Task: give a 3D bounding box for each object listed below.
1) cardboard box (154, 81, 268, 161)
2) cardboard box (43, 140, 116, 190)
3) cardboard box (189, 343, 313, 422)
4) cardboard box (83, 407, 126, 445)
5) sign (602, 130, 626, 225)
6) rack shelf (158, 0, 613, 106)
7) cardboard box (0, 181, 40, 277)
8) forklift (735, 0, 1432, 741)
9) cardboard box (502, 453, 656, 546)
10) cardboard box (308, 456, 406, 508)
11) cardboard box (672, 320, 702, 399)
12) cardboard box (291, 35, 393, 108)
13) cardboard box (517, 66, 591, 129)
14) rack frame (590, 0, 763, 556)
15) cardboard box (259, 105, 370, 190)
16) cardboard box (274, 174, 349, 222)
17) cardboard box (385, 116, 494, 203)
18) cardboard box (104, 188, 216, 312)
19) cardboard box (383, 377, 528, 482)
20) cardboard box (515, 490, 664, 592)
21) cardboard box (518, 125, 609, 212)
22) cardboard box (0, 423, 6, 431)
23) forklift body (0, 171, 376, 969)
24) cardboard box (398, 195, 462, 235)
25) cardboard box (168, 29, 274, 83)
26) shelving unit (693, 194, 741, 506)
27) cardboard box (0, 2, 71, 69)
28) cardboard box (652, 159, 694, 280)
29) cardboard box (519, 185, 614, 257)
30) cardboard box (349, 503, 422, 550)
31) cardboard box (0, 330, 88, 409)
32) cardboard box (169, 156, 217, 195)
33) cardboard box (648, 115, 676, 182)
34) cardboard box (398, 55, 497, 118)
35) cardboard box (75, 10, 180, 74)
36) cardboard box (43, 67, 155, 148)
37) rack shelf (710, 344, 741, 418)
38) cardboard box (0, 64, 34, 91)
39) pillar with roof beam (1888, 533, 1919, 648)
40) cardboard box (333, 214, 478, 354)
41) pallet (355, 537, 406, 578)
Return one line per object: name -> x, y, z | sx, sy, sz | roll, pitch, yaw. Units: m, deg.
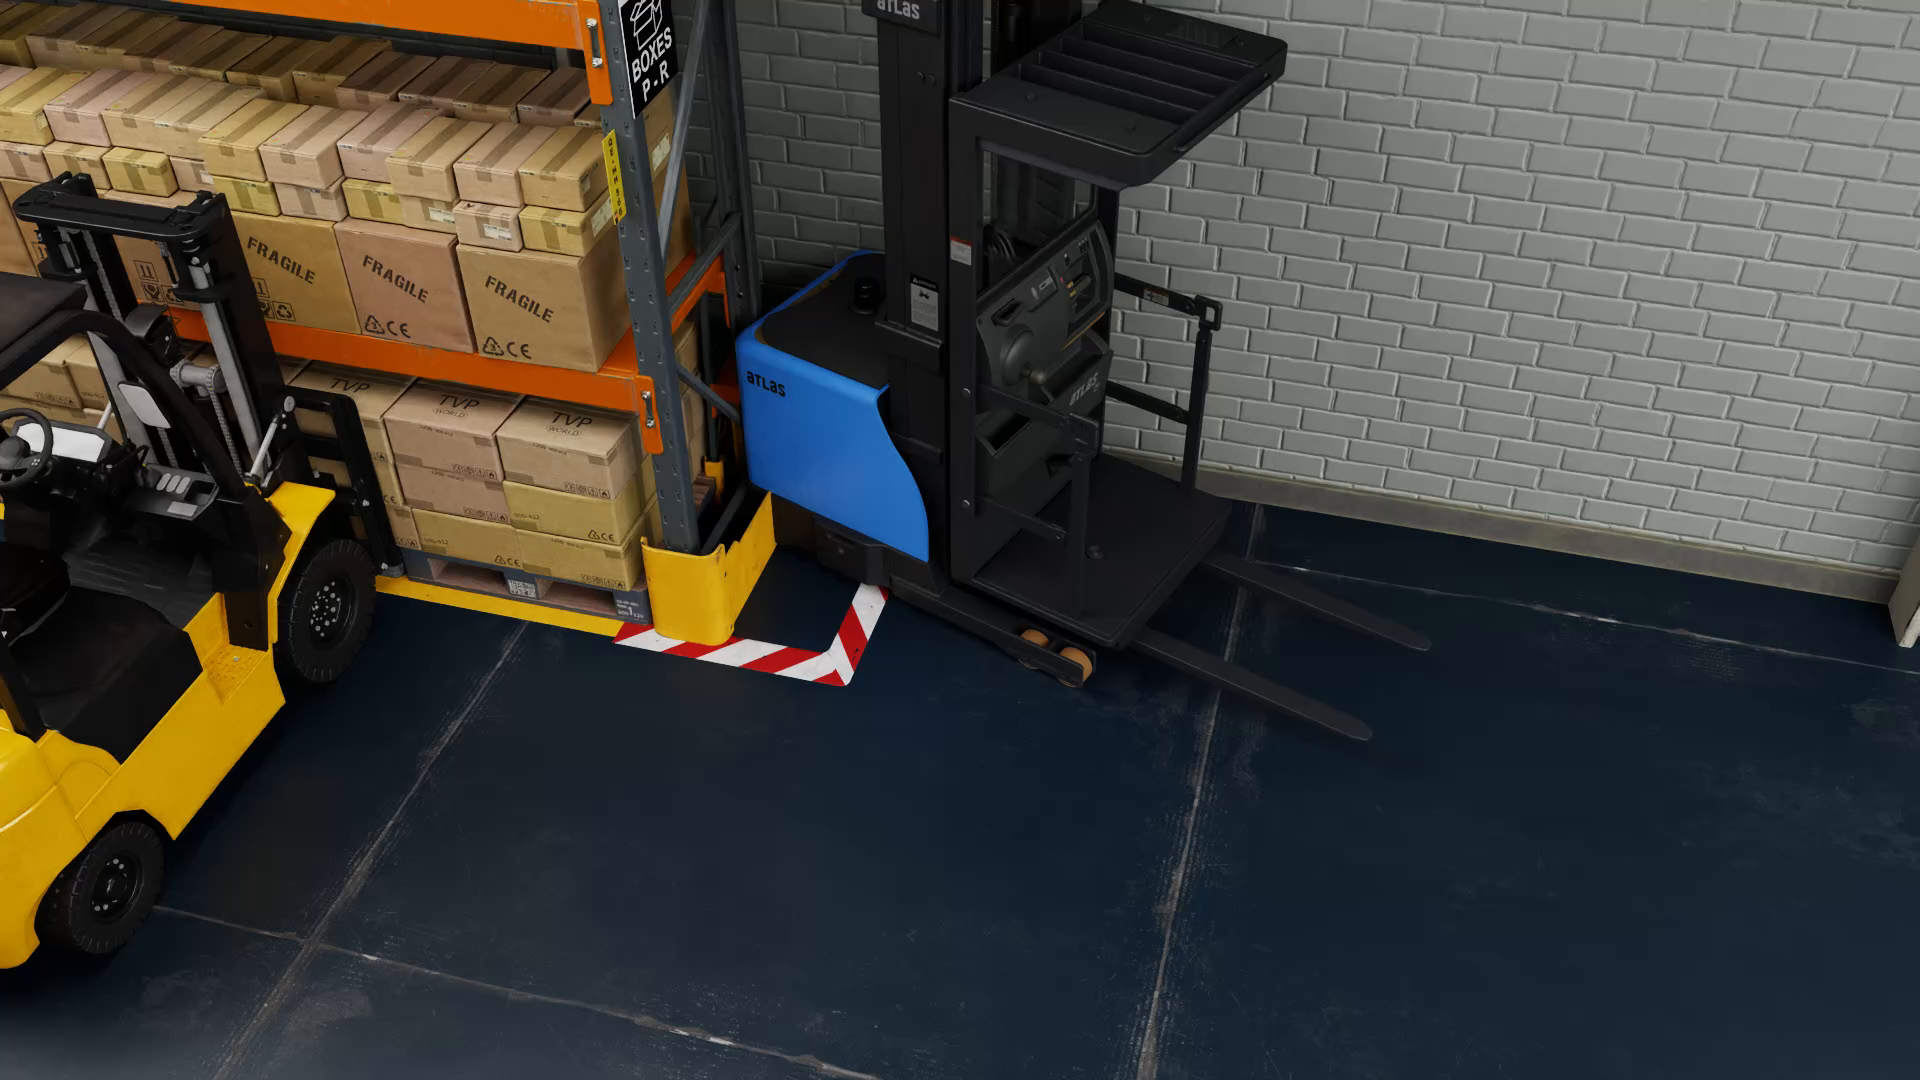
cardboard box -> -2.944, -1.656, 6.577 | 0.250, 0.149, 0.380 | 10, 41, 12
cardboard box -> -3.455, -1.580, 6.717 | 0.250, 0.149, 0.380 | 9, 41, 10
cardboard box -> -3.058, -0.697, 7.282 | 0.500, 0.250, 0.500 | 9, 41, 11
cardboard box -> -3.567, -0.595, 7.549 | 0.500, 0.250, 0.500 | 9, 41, 11
sign -> -1.214, -1.275, 5.851 | 0.005, 0.325, 0.100 | 10, 41, 11
rack shelf -> -2.992, -2.282, 6.361 | 4.000, 0.370, 1.077 | 10, 41, 11
cardboard box -> -4.056, -1.467, 7.086 | 0.500, 0.500, 0.500 | 10, 41, 12
forklift -> 0.520, -0.895, 6.537 | 3.031, 2.935, 1.130 | 24, 45, 25
cardboard box -> -1.611, -0.262, 7.152 | 0.500, 0.250, 0.500 | 9, 41, 11
cardboard box -> -2.597, -0.425, 7.346 | 0.500, 0.250, 0.500 | 9, 41, 10
cardboard box -> -1.476, -0.764, 7.361 | 0.500, 0.250, 0.500 | 9, 41, 11
cardboard box -> -2.557, -1.948, 6.924 | 0.250, 0.149, 0.380 | 9, 41, 10
cardboard box -> -1.570, -1.748, 6.686 | 0.250, 0.149, 0.380 | 11, 41, 13
rack frame -> -1.060, -1.076, 6.699 | 0.127, 3.000, 1.000 | 10, 41, 11
cardboard box -> -2.469, -1.515, 6.409 | 0.250, 0.149, 0.380 | 11, 41, 13
cardboard box -> -2.464, -1.415, 6.520 | 0.250, 0.149, 0.380 | 9, 41, 10
cardboard box -> -1.967, -1.453, 6.335 | 0.250, 0.149, 0.380 | 11, 41, 12
cardboard box -> -3.086, -1.287, 6.872 | 0.500, 0.500, 0.500 | 10, 41, 12
cardboard box -> -2.081, -0.531, 7.083 | 0.500, 0.250, 0.500 | 10, 41, 12
cardboard box -> -1.596, -0.066, 7.307 | 0.500, 0.250, 0.500 | 10, 41, 12
cardboard box -> -1.461, -1.405, 6.277 | 0.250, 0.149, 0.380 | 10, 41, 12
cardboard box -> -4.537, -0.768, 7.755 | 0.500, 0.250, 0.500 | 10, 41, 11
forklift body -> -3.364, 0.067, 5.997 | 1.214, 2.155, 2.313 | 10, 41, 11
cardboard box -> -1.957, -1.351, 6.445 | 0.250, 0.149, 0.380 | 10, 41, 12
cardboard box -> -3.073, -1.982, 6.964 | 0.250, 0.149, 0.380 | 11, 41, 13
shelving unit -> -0.611, -0.886, 7.617 | 1.083, 1.500, 0.587 | 5, 39, 4
cardboard box -> -4.047, -2.173, 7.192 | 0.250, 0.149, 0.380 | 9, 41, 11
cardboard box -> -1.467, -1.369, 6.970 | 0.500, 0.500, 0.500 | 11, 41, 13
cardboard box -> -1.468, -1.246, 6.319 | 0.250, 0.149, 0.380 | 10, 41, 12
cardboard box -> -2.555, -0.243, 7.518 | 0.500, 0.250, 0.500 | 10, 41, 12
cardboard box -> -4.047, -0.865, 7.482 | 0.500, 0.250, 0.500 | 10, 41, 11
cardboard box -> -2.931, -1.542, 6.671 | 0.250, 0.149, 0.380 | 10, 41, 11
cardboard box -> -1.321, -1.580, 6.717 | 0.250, 0.149, 0.380 | 9, 41, 10
cardboard box -> -2.068, -1.815, 6.765 | 0.250, 0.149, 0.380 | 10, 41, 12
cardboard box -> -3.544, -2.115, 7.122 | 0.250, 0.149, 0.380 | 9, 41, 11
cardboard box -> -3.428, -1.739, 6.675 | 0.250, 0.149, 0.380 | 10, 41, 11
rack shelf -> -0.608, -0.744, 7.728 | 1.000, 0.185, 0.538 | 5, 39, 4
cardboard box -> -3.946, -1.773, 6.716 | 0.250, 0.149, 0.380 | 11, 41, 12
pillar with roof beam -> 3.183, -0.377, 1.202 | 0.400, 9.000, 9.100 | 10, 41, 11
cardboard box -> -2.102, -1.125, 6.679 | 0.500, 0.500, 0.500 | 11, 41, 13
pallet -> -2.985, -0.313, 7.959 | 1.213, 0.211, 1.003 | 10, 41, 11
